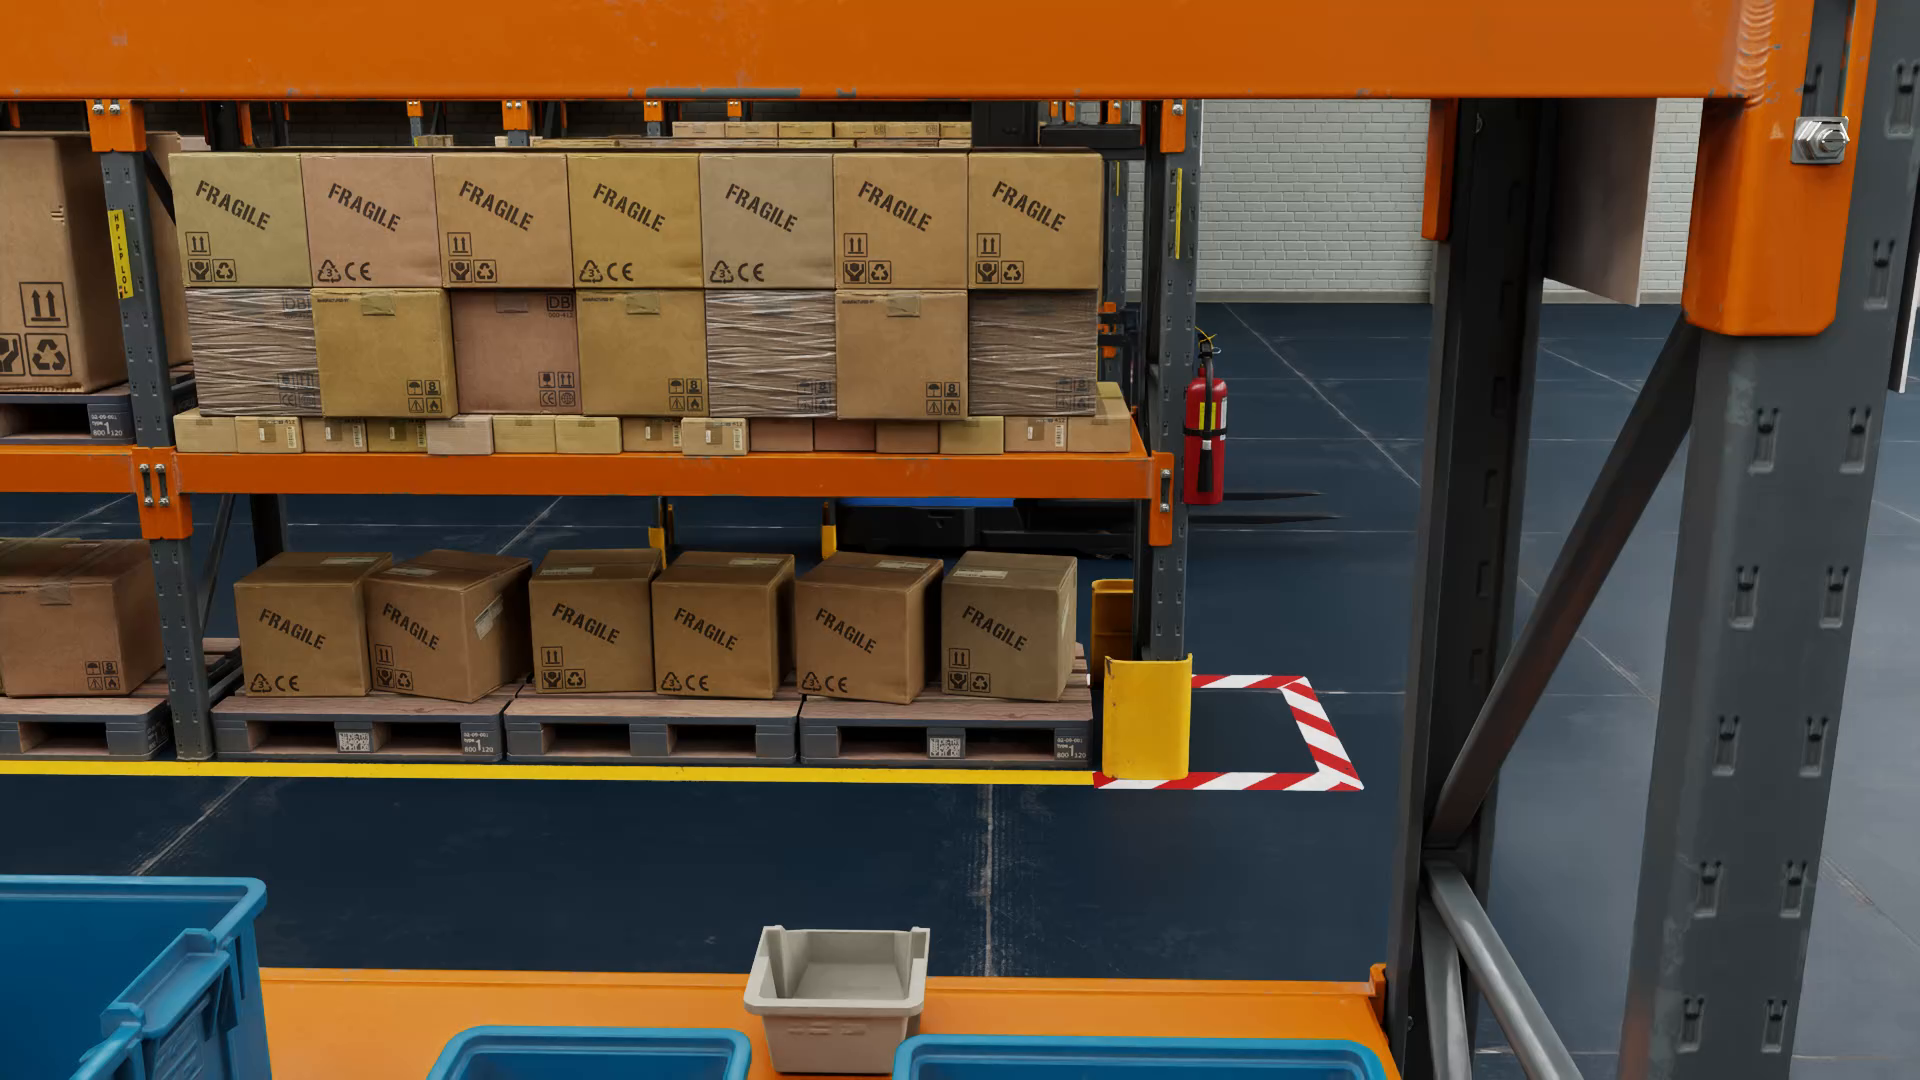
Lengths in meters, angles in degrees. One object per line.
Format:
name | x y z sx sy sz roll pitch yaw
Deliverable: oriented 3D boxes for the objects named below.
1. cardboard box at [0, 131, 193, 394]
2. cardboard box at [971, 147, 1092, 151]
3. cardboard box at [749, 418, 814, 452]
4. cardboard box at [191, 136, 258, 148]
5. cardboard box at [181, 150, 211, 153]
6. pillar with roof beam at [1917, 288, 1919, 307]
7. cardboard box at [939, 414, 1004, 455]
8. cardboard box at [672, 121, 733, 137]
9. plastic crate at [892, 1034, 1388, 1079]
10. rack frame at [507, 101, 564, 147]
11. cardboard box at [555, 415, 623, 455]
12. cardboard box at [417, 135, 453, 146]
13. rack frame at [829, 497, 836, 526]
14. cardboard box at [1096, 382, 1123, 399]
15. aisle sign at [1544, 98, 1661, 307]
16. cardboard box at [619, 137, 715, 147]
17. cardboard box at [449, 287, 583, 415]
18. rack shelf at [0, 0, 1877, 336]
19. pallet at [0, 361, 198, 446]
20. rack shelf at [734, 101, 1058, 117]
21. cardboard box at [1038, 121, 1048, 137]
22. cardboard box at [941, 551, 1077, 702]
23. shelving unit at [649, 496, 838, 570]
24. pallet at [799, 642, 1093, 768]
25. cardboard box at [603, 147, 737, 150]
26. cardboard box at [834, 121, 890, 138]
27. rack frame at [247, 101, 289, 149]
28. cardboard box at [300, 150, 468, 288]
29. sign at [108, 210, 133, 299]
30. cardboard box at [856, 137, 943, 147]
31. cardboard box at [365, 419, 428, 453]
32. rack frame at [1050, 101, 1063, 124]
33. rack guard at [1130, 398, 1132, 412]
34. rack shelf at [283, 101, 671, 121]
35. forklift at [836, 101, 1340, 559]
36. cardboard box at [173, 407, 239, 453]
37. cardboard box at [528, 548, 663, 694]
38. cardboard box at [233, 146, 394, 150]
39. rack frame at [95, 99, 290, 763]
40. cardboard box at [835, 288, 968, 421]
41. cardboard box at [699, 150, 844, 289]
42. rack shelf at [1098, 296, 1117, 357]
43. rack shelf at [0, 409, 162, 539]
cardboard box | -3.949 -1.194 6.987 1.000 1.000 1.000 0 15 2
cardboard box | 0.298 -1.383 6.962 0.500 0.500 0.500 0 15 1
cardboard box | -0.700 -0.466 6.718 0.250 0.149 0.380 0 15 1
cardboard box | -7.390 -3.811 16.748 0.500 0.500 0.500 0 15 0
cardboard box | -5.462 -2.471 11.670 0.500 0.500 0.700 0 15 1
pillar with roof beam | 12.430 -6.386 16.906 0.400 9.000 9.100 0 15 1
cardboard box | 0.049 -0.452 6.666 0.250 0.149 0.380 0 15 1
cardboard box | -2.471 -3.805 16.143 0.500 0.500 0.700 0 15 1
plastic crate | 0.206 0.774 1.818 0.616 0.251 0.499 0 15 1
rack frame | -2.930 -1.924 11.754 0.127 3.000 1.000 0 15 1
cardboard box | -1.451 -0.454 6.674 0.250 0.149 0.380 0 15 1
cardboard box | -5.261 -3.984 16.685 0.250 0.149 0.380 0 15 -1
rack frame | -0.764 -0.640 9.824 0.032 1.500 0.500 -1 15 -3
cardboard box | 0.562 -0.575 7.133 0.250 0.149 0.380 0 15 1
aisle sign | 0.794 -0.702 2.026 0.004 0.787 0.394 0 15 1
cardboard box | -2.010 -2.534 11.654 0.550 0.550 0.875 0 15 1
cardboard box | -1.708 -0.844 6.879 0.500 0.500 0.875 0 15 1
rack shelf | -1.285 -0.487 1.835 4.000 0.370 1.077 0 15 1
pallet | -3.918 -0.610 7.146 1.213 0.211 1.003 0 15 1
rack shelf | -0.783 -5.543 20.999 4.000 0.370 1.077 0 15 1
cardboard box | 0.577 -3.785 16.066 0.500 0.500 0.700 0 15 0
cardboard box | 0.217 0.363 7.160 0.500 0.500 0.500 3 15 12
shelving unit | -1.280 -0.631 9.793 1.083 1.500 0.587 -1 15 -3
pallet | -0.047 0.699 7.275 1.213 0.211 1.003 0 15 1
cardboard box | -1.202 -1.392 6.999 0.500 0.500 0.500 0 15 1
cardboard box | -0.936 -3.806 16.145 0.500 0.500 0.700 0 15 1
rack frame | -6.904 -3.213 16.640 0.127 3.000 1.000 0 15 1
cardboard box | -2.215 -1.265 6.516 0.500 0.500 0.500 0 15 1
sign | -3.169 -1.078 6.278 0.005 0.325 0.100 0 15 1
cardboard box | -0.410 -2.524 11.615 0.550 0.550 0.875 0 15 1
cardboard box | -2.200 -0.462 6.703 0.250 0.149 0.380 0 15 1
rack frame | 1.217 -4.427 21.241 0.127 3.000 1.000 0 15 1
rack guard | 1.092 -0.690 11.974 0.348 0.500 1.175 0 15 1
rack shelf | -4.904 -4.303 16.300 4.000 0.370 1.077 0 15 1
forklift | 0.785 -1.439 10.050 3.031 2.935 1.130 1 15 2
cardboard box | -2.951 -0.461 6.698 0.250 0.149 0.380 0 15 1
cardboard box | -1.564 0.344 7.233 0.500 0.500 0.500 -1 15 -4
cardboard box | -2.701 -1.403 7.039 0.500 0.500 0.500 0 15 1
rack frame | -3.158 -0.660 6.962 0.127 3.000 1.000 0 15 1
cardboard box | -0.211 -0.810 6.749 0.500 0.500 0.875 0 15 1
cardboard box | -0.715 -1.256 6.482 0.500 0.500 0.500 0 15 1
rack shelf | -0.931 -1.564 11.797 4.000 0.370 1.077 0 15 1
rack shelf | -5.157 -0.325 7.103 4.000 0.370 1.077 0 15 1
